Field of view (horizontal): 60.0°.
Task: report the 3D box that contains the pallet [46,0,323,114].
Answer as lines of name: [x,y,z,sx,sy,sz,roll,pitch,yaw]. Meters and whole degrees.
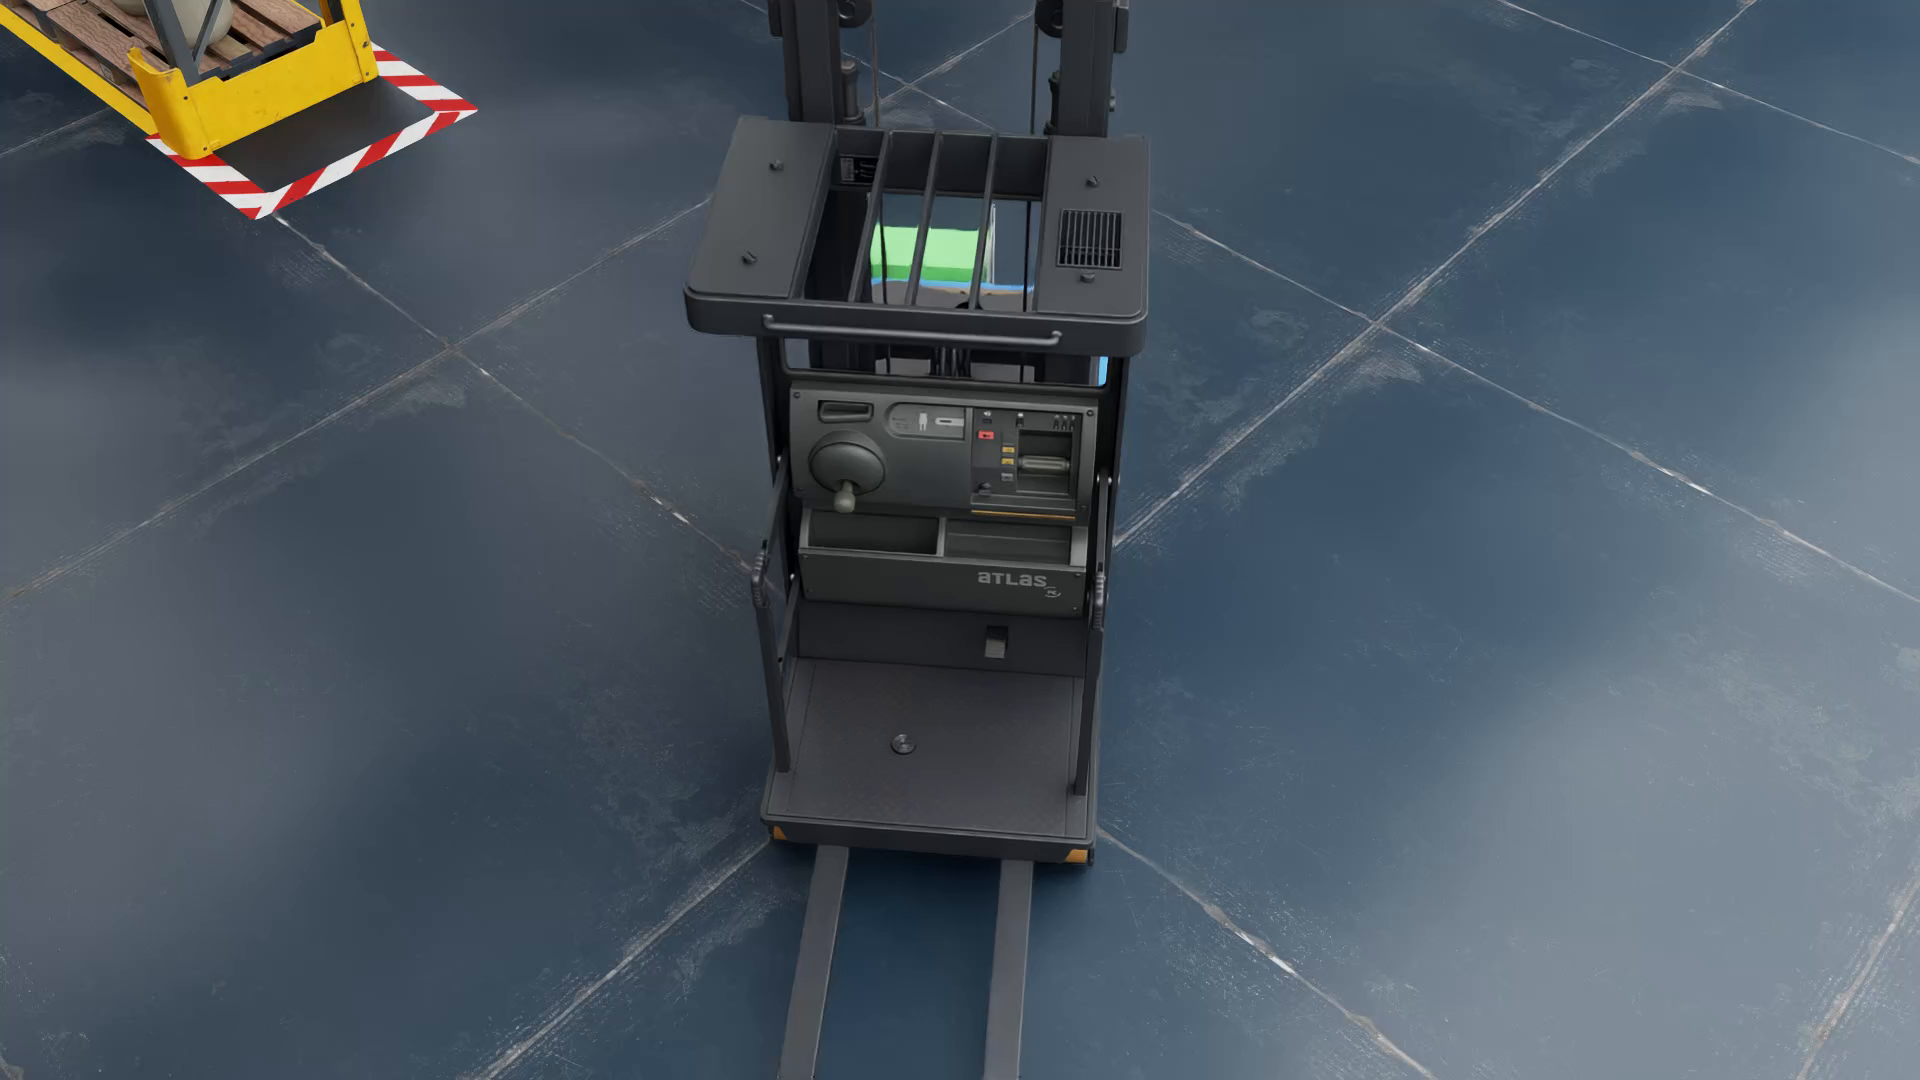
pallet: [-4.291,-2.818,9.251,1.213,0.211,1.003,34,55,28]

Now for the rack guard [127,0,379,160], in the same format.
rack guard: [-3.697,-2.512,8.766,0.348,0.500,1.175,34,55,28]

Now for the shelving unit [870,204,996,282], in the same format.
shelving unit: [-0.125,-0.788,6.666,0.503,1.200,0.258,3,47,3]

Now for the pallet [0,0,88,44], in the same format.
pallet: [-5.183,-3.421,9.817,1.213,0.211,1.003,34,55,28]

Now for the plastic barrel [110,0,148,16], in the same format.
plastic barrel: [-4.513,-3.180,9.097,0.421,0.512,0.421,0,47,0]

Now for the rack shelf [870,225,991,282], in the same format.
rack shelf: [-0.125,-1.072,6.363,0.480,0.148,0.258,3,47,3]

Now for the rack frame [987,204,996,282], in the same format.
rack frame: [0.118,-0.773,6.653,0.015,1.200,0.240,3,47,3]

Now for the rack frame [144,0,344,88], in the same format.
rack frame: [-3.610,-3.355,7.843,0.127,3.000,1.000,34,55,28]

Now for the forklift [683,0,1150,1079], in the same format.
forklift: [-0.071,-0.162,4.892,1.130,2.935,3.031,4,47,4]

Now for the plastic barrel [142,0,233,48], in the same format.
plastic barrel: [-4.145,-2.932,8.864,0.421,0.512,0.421,0,47,0]
